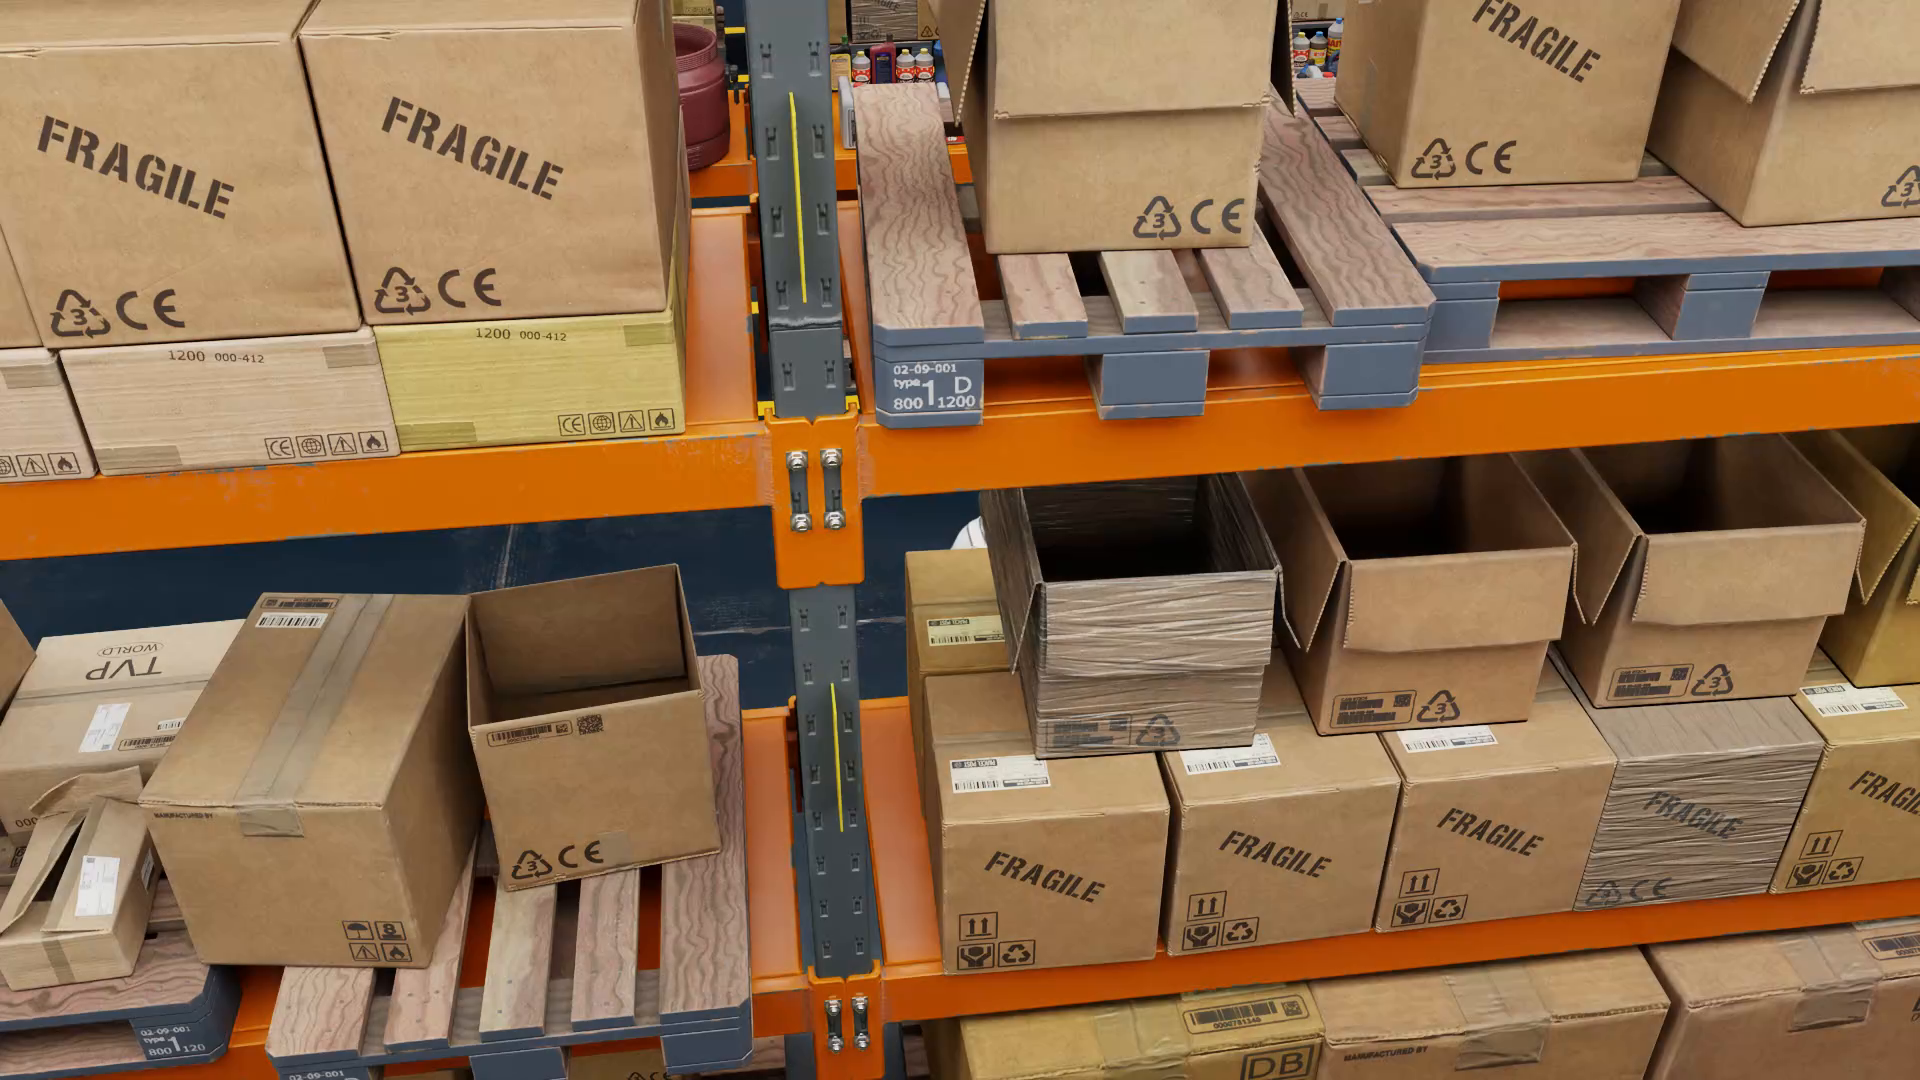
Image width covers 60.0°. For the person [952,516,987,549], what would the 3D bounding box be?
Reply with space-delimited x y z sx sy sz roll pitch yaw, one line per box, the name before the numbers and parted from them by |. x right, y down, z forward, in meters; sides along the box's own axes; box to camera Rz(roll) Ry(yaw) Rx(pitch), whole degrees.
person | 0.247 0.193 5.945 0.588 1.584 0.413 -5 35 -7
